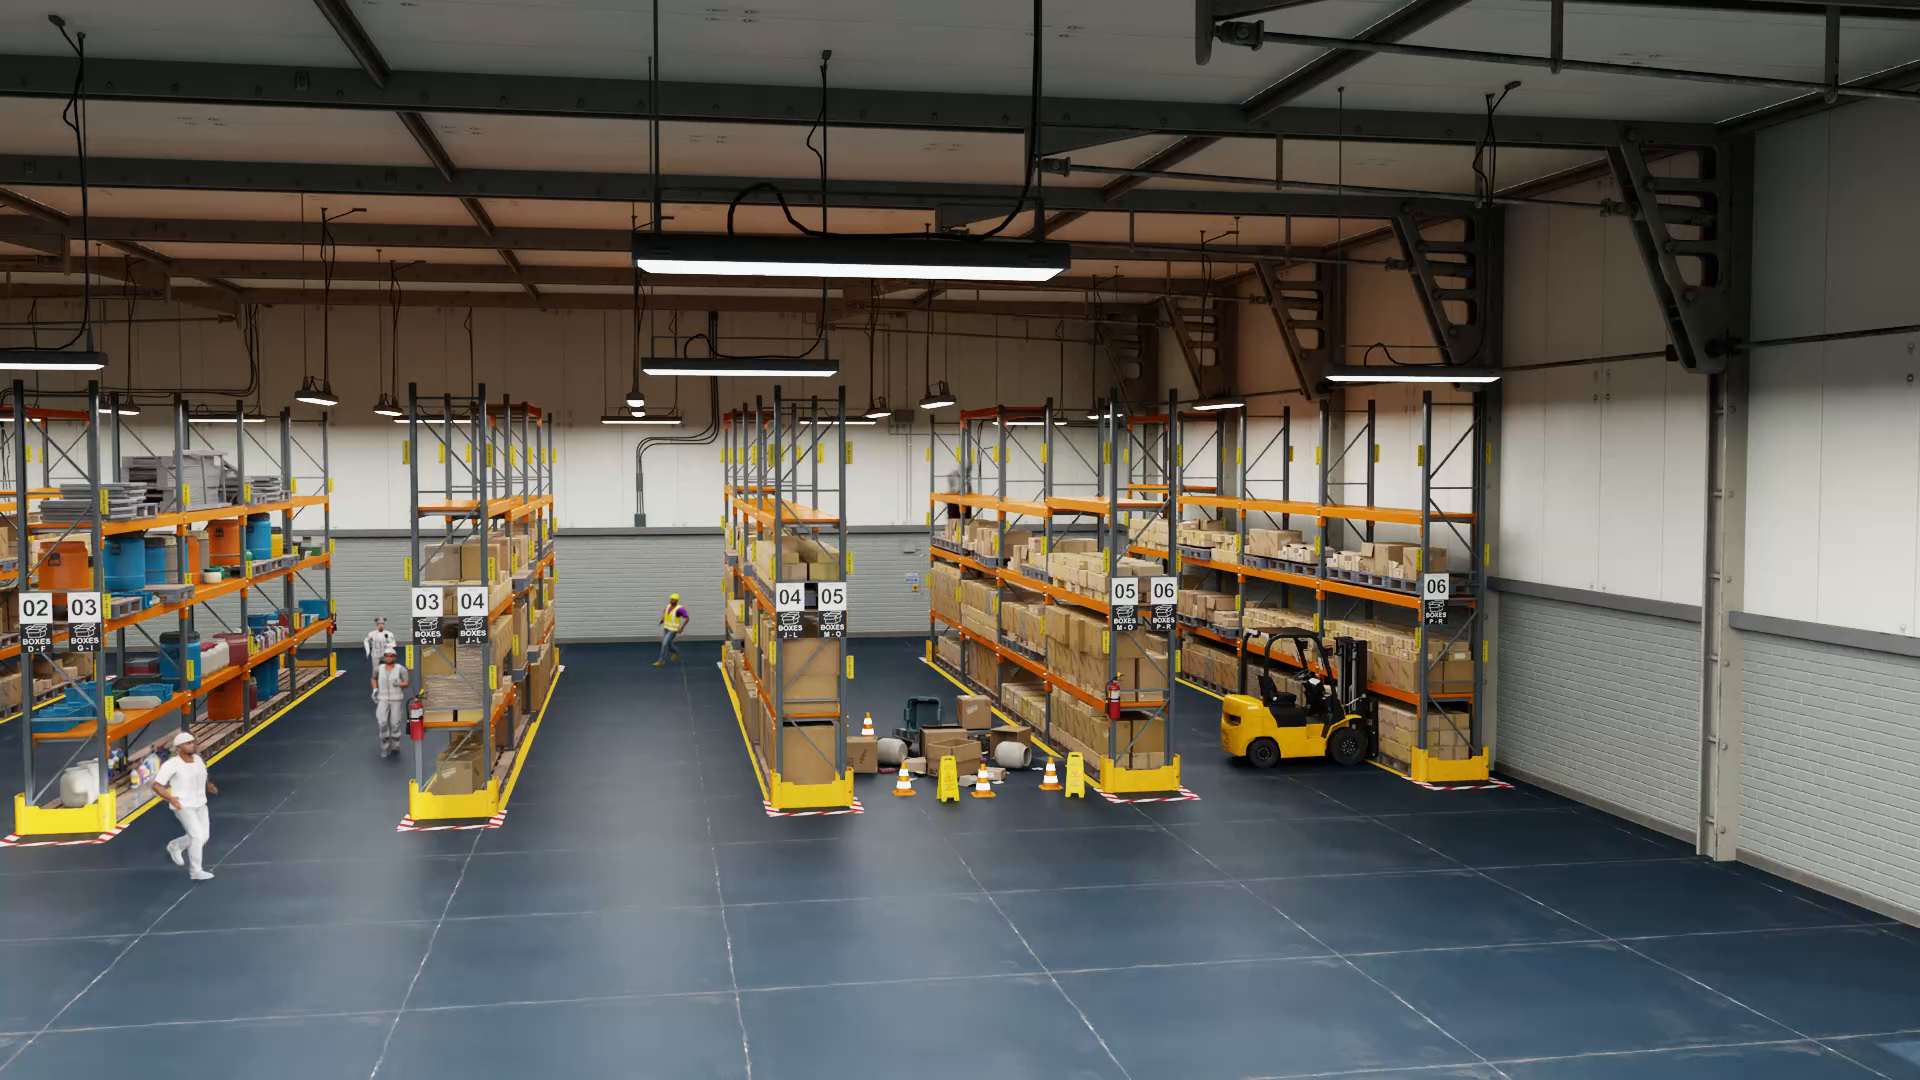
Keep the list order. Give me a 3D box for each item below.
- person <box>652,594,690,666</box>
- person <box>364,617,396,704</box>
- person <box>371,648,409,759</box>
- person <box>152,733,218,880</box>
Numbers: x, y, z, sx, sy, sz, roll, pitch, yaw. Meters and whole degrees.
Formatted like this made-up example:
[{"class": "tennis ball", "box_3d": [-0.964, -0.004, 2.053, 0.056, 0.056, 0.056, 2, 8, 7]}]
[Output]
[{"class": "person", "box_3d": [-6.852, 2.130, 39.545, 0.765, 1.725, 0.924, 2, 4, 37]}, {"class": "person", "box_3d": [-11.804, 2.430, 33.888, 0.587, 1.742, 0.807, -1, 3, -26]}, {"class": "person", "box_3d": [-9.489, 2.712, 27.668, 0.634, 1.833, 0.709, -1, 3, -12]}, {"class": "person", "box_3d": [-9.158, 3.140, 19.681, 0.779, 1.730, 0.710, 1, 3, 20]}]
